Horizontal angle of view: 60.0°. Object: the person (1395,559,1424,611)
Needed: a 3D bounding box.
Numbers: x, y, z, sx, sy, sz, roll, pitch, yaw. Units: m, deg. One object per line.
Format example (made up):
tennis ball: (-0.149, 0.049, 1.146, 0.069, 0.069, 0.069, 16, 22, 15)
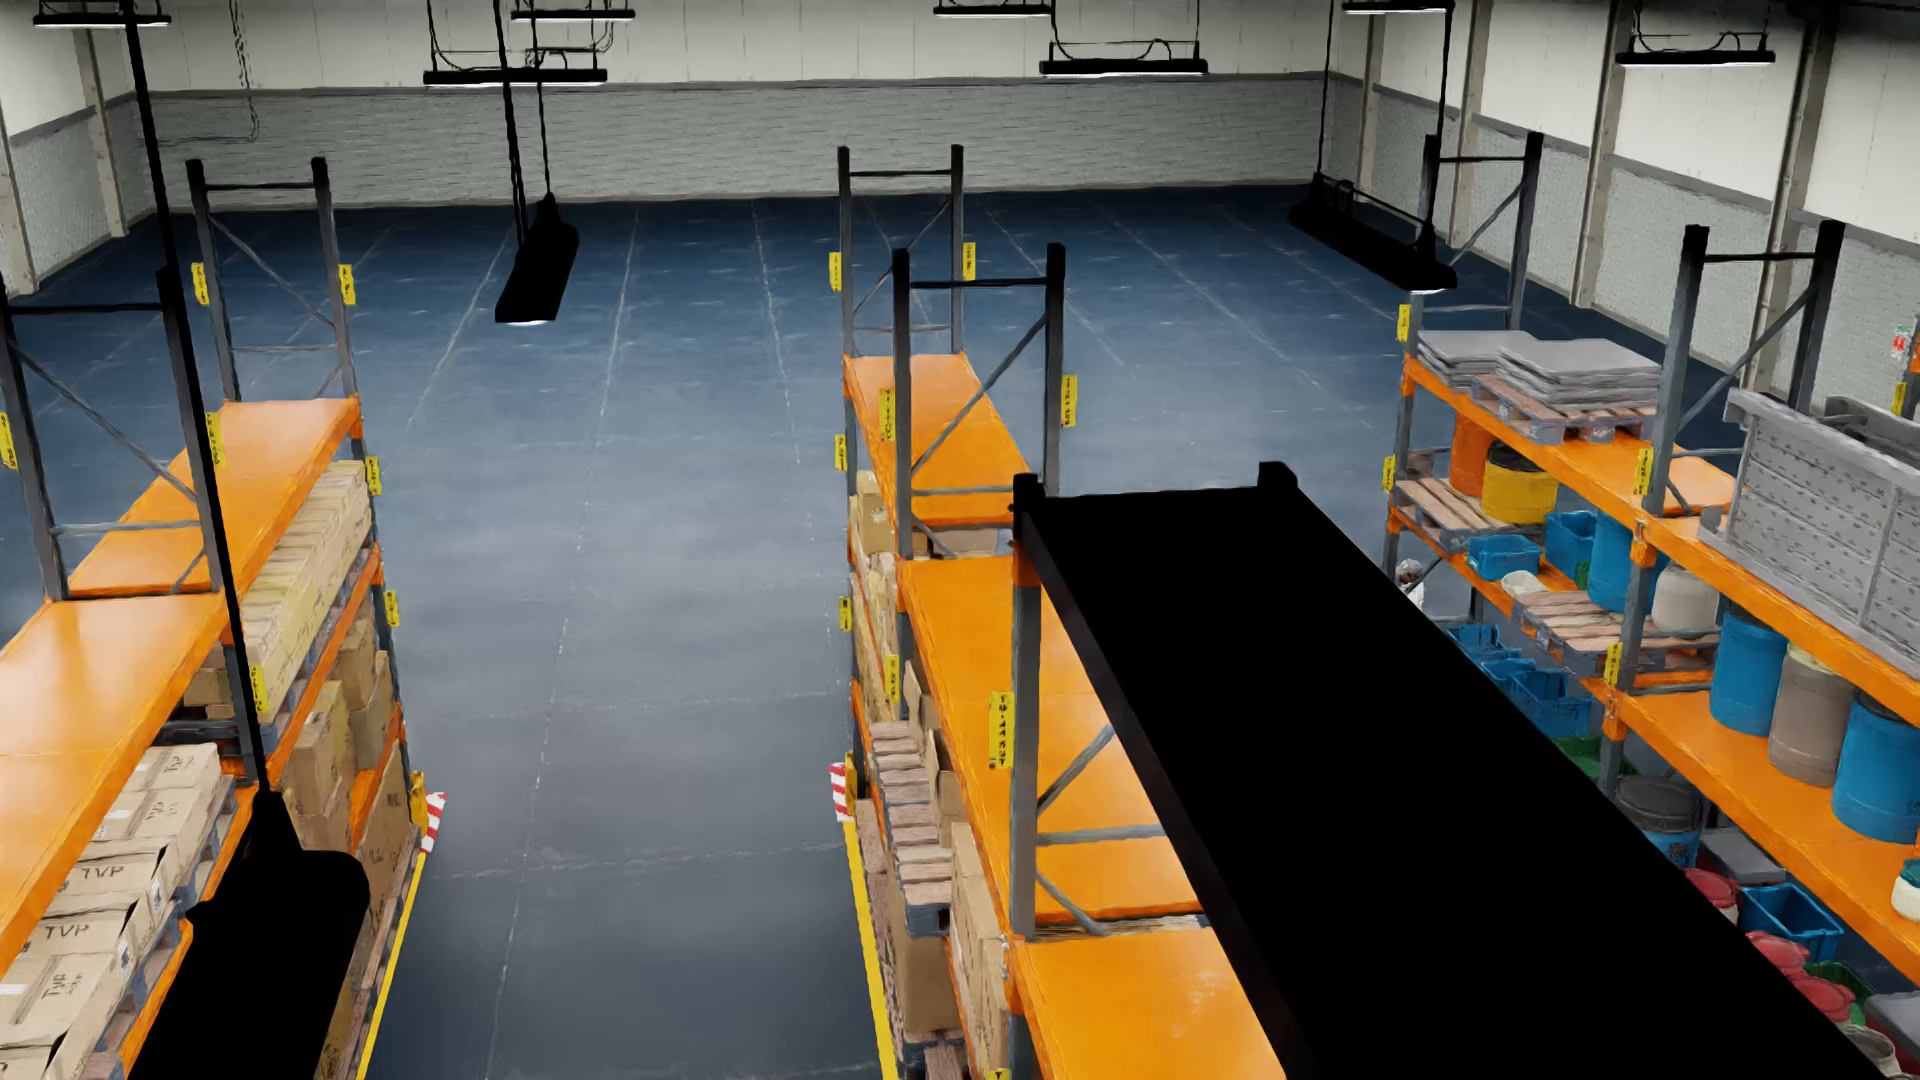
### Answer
person: (4.515, 0.986, 16.885, 0.561, 1.653, 0.731, 11, 24, 25)
